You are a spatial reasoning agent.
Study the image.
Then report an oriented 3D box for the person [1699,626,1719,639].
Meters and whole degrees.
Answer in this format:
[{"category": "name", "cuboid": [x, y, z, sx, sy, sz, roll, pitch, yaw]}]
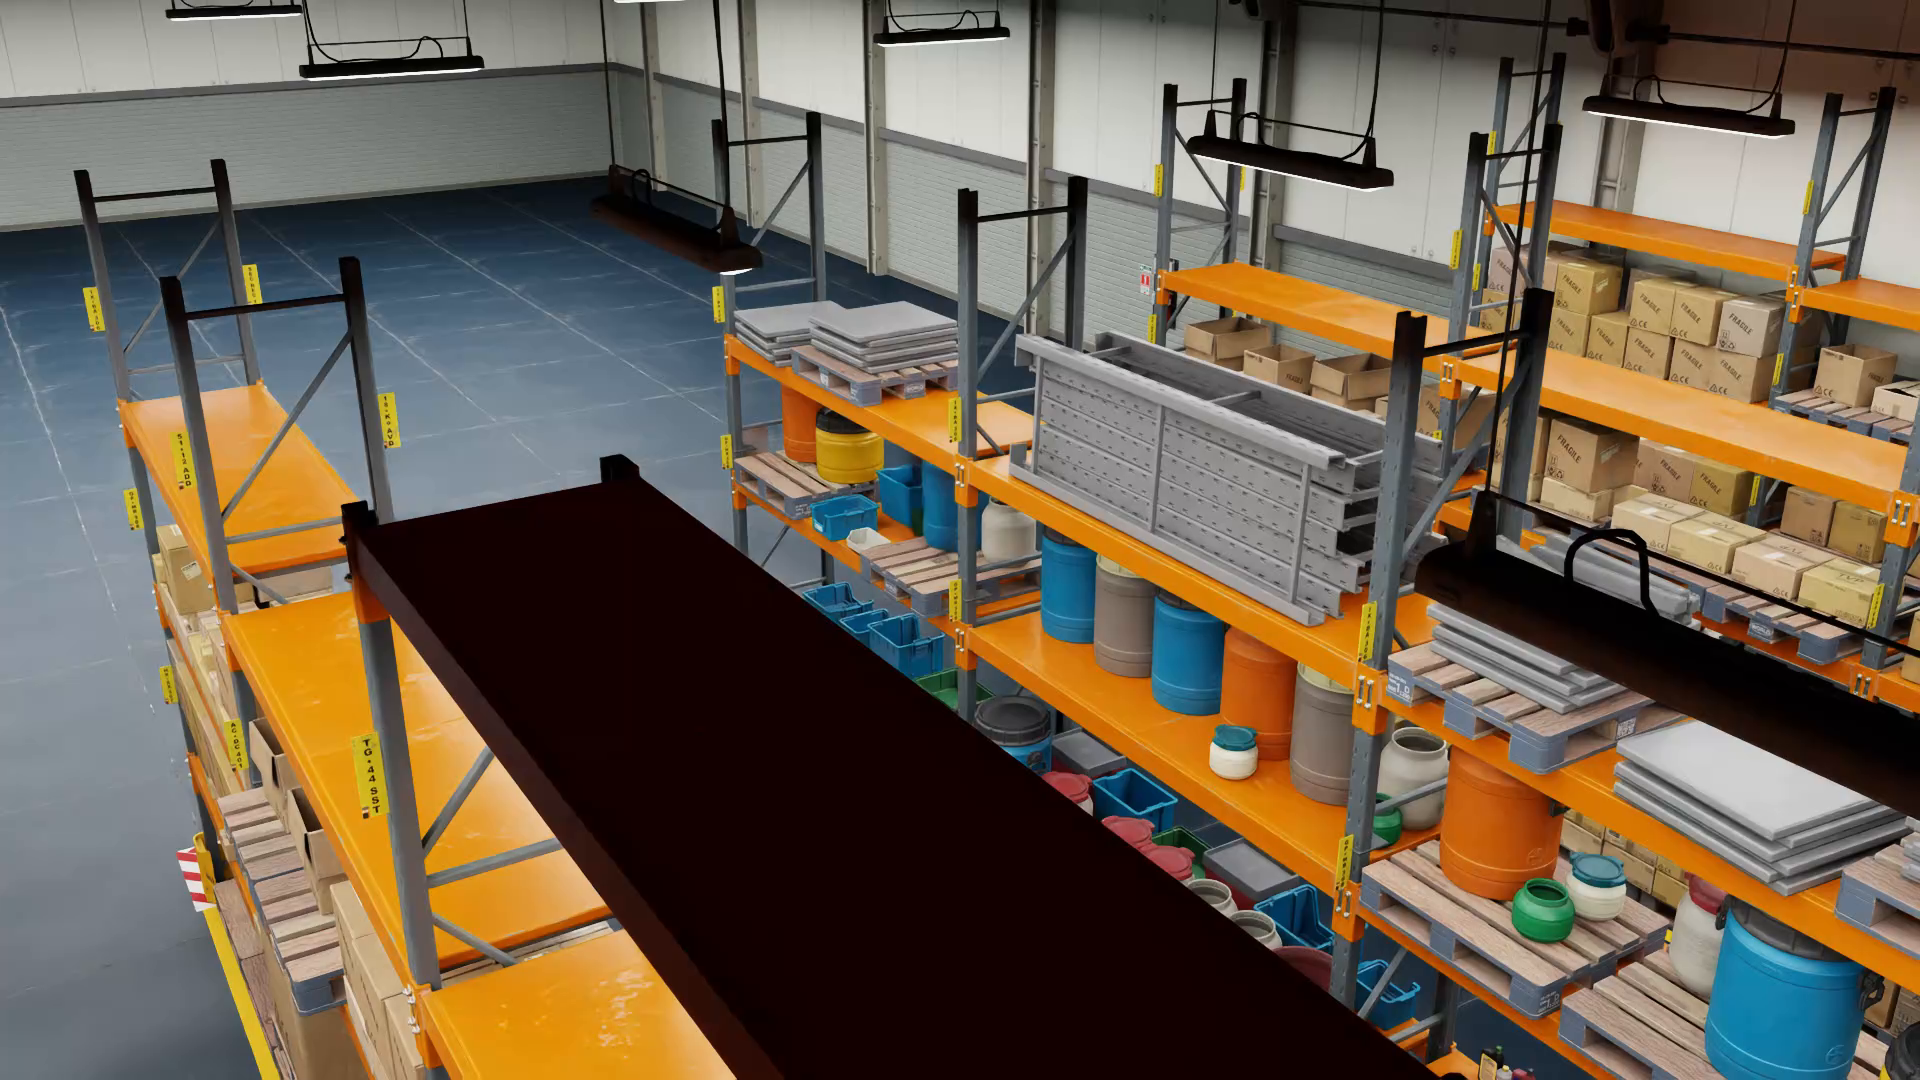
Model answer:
[{"category": "person", "cuboid": [7.488, 0.991, 16.741, 0.575, 1.638, 0.570, -17, 27, -36]}]
